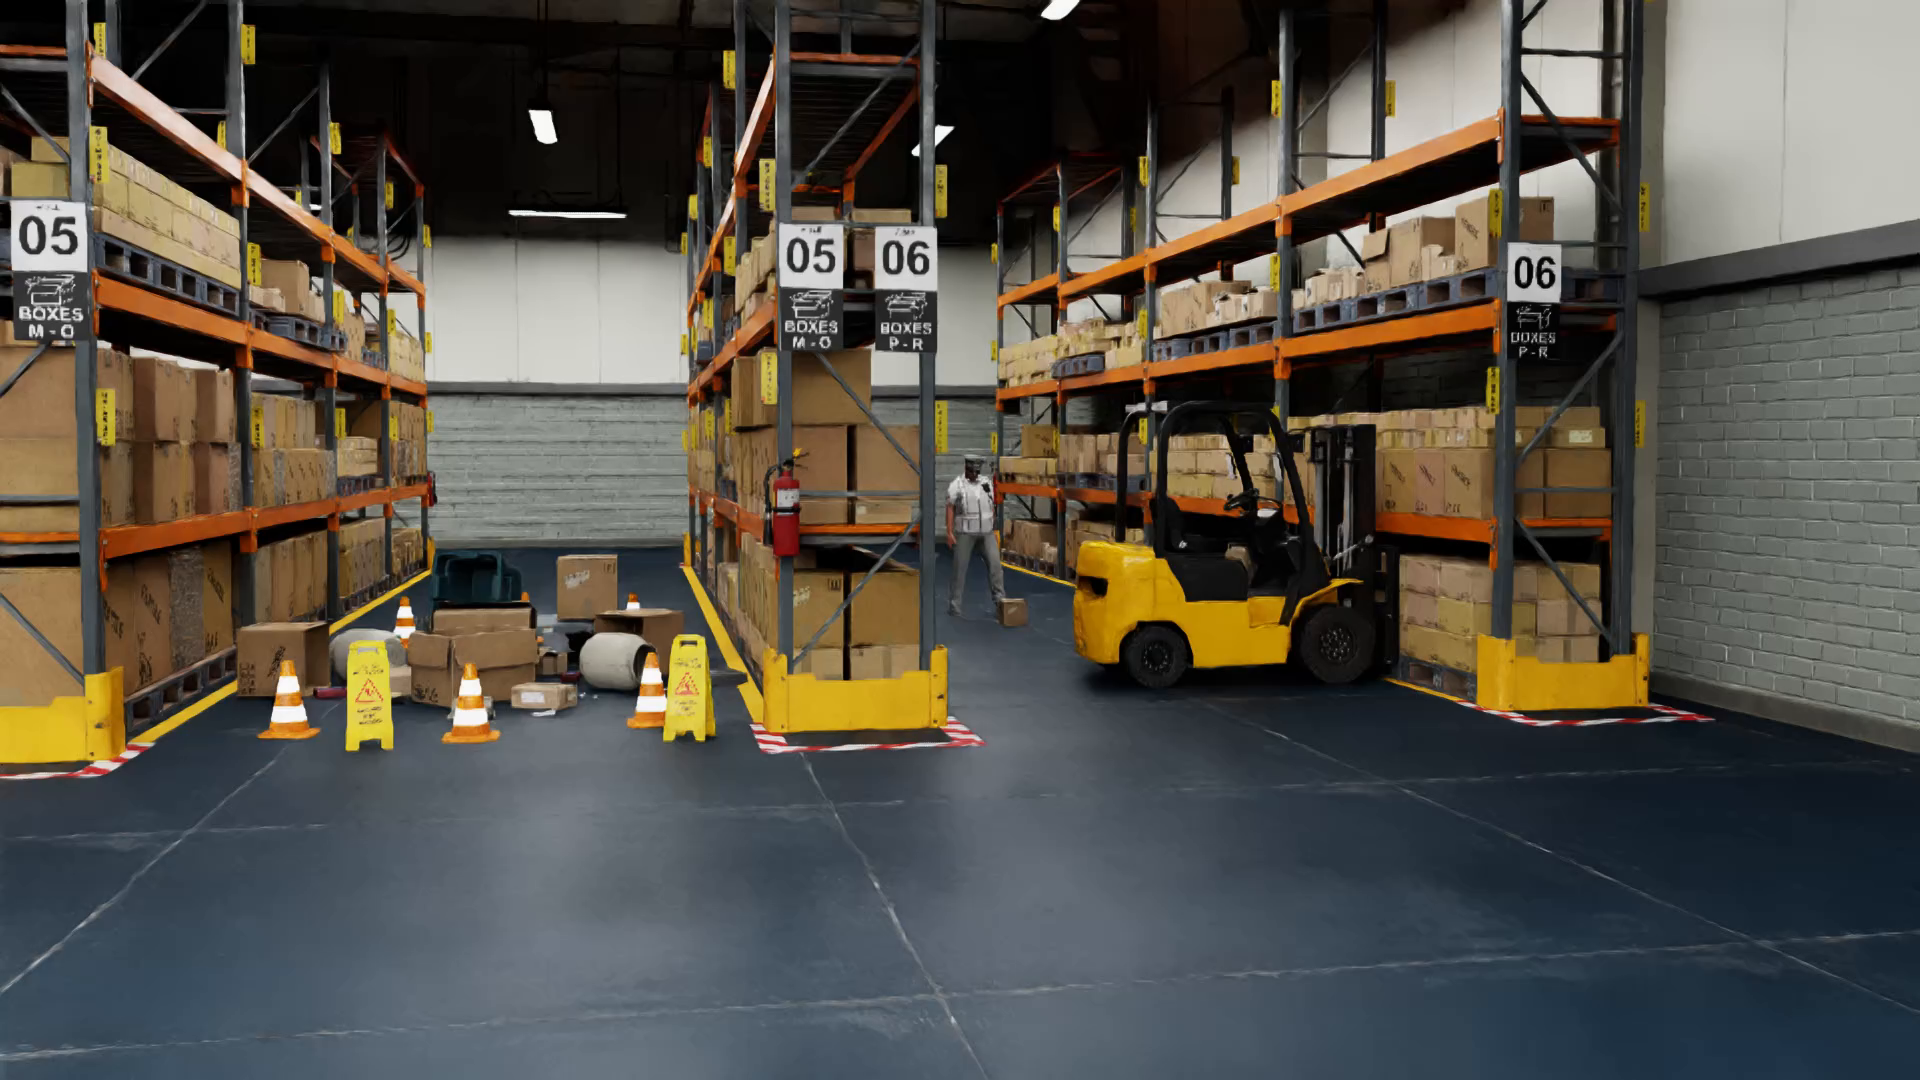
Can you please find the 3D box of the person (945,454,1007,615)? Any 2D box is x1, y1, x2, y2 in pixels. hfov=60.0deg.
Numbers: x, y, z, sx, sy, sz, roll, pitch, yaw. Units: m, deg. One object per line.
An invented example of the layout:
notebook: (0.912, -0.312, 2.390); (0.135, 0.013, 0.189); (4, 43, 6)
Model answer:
person: (0.213, -0.067, 18.069); (0.714, 1.740, 0.495); (-1, 3, -22)
